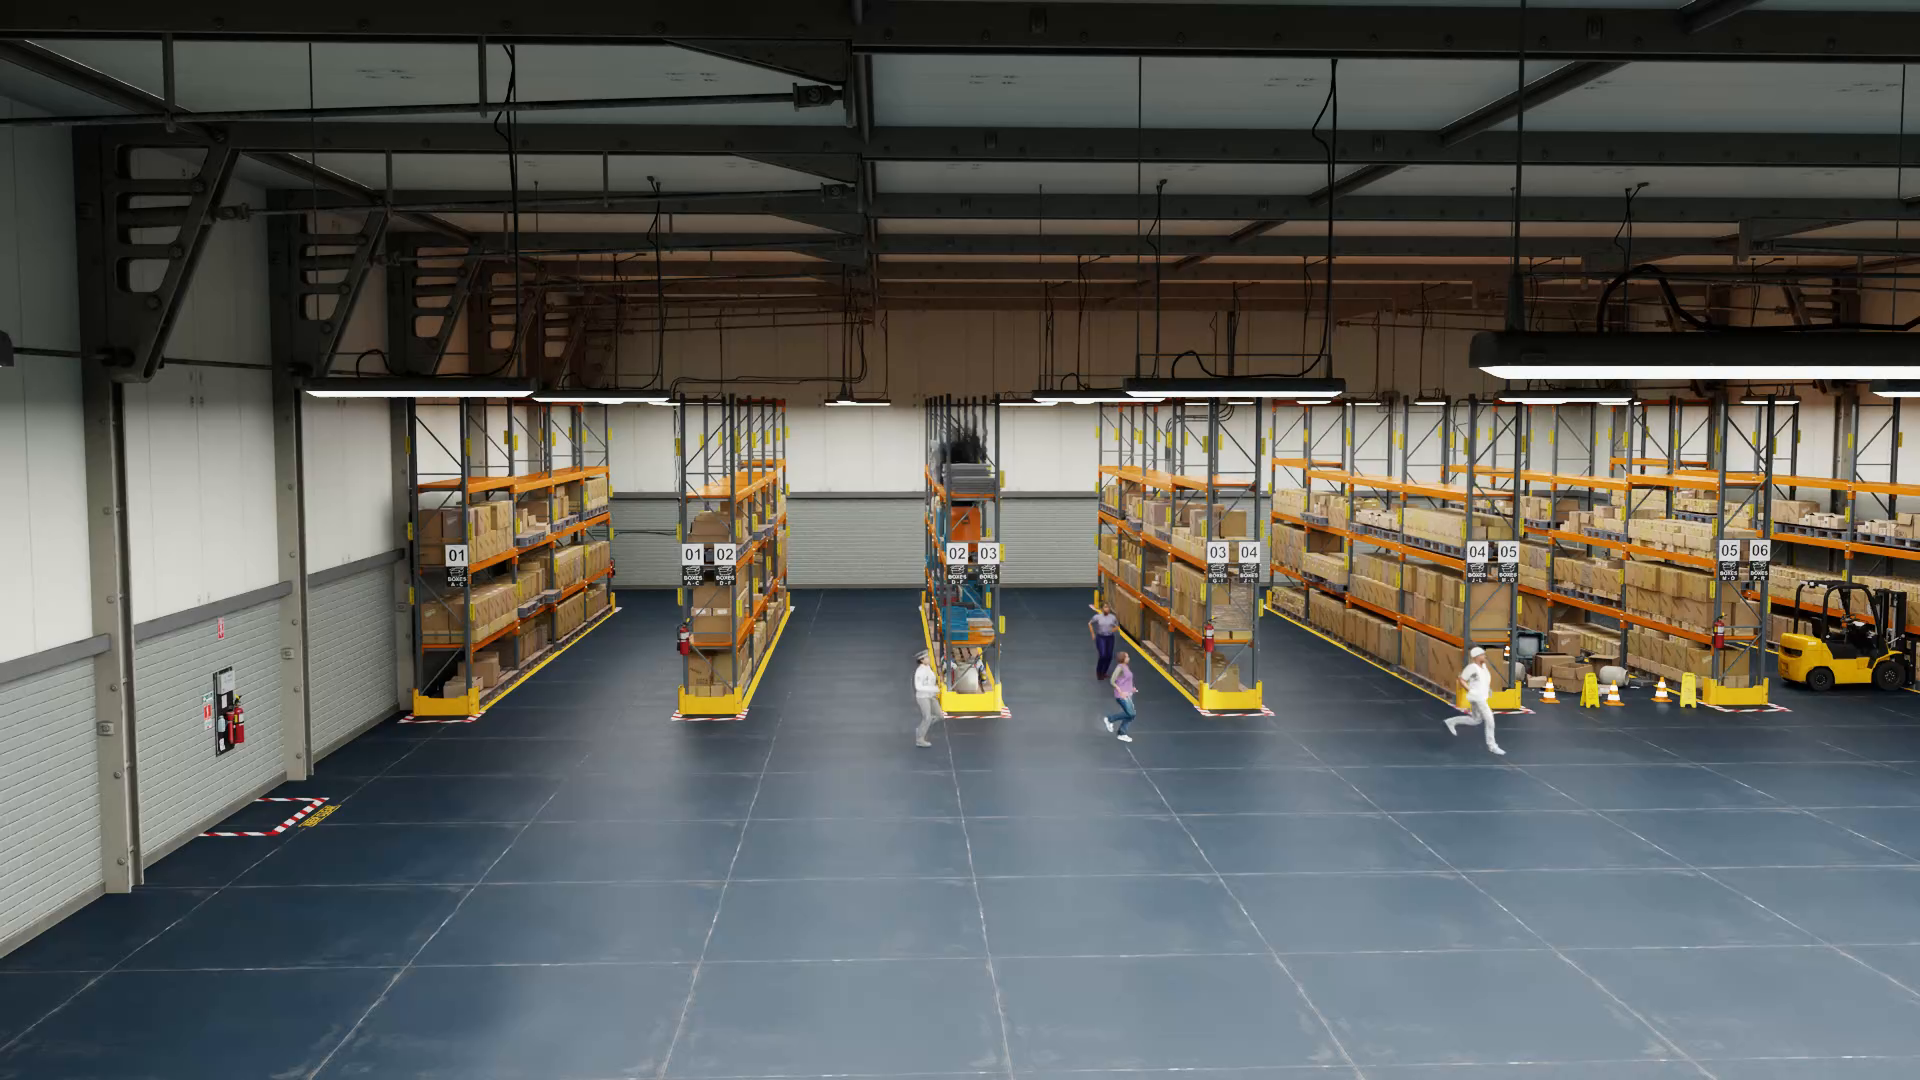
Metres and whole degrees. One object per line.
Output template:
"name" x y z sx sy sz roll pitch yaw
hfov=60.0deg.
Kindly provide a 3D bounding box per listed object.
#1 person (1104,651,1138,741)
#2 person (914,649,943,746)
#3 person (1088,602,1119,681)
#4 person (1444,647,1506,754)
"person" 2.786 2.691 28.695 0.549 1.560 0.537 2 5 26
"person" -0.519 2.666 28.125 0.542 1.654 0.603 2 5 24
"person" 3.054 2.151 35.009 0.577 1.648 0.682 -1 5 -14
"person" 8.640 2.669 27.861 1.052 1.766 0.660 3 5 30
